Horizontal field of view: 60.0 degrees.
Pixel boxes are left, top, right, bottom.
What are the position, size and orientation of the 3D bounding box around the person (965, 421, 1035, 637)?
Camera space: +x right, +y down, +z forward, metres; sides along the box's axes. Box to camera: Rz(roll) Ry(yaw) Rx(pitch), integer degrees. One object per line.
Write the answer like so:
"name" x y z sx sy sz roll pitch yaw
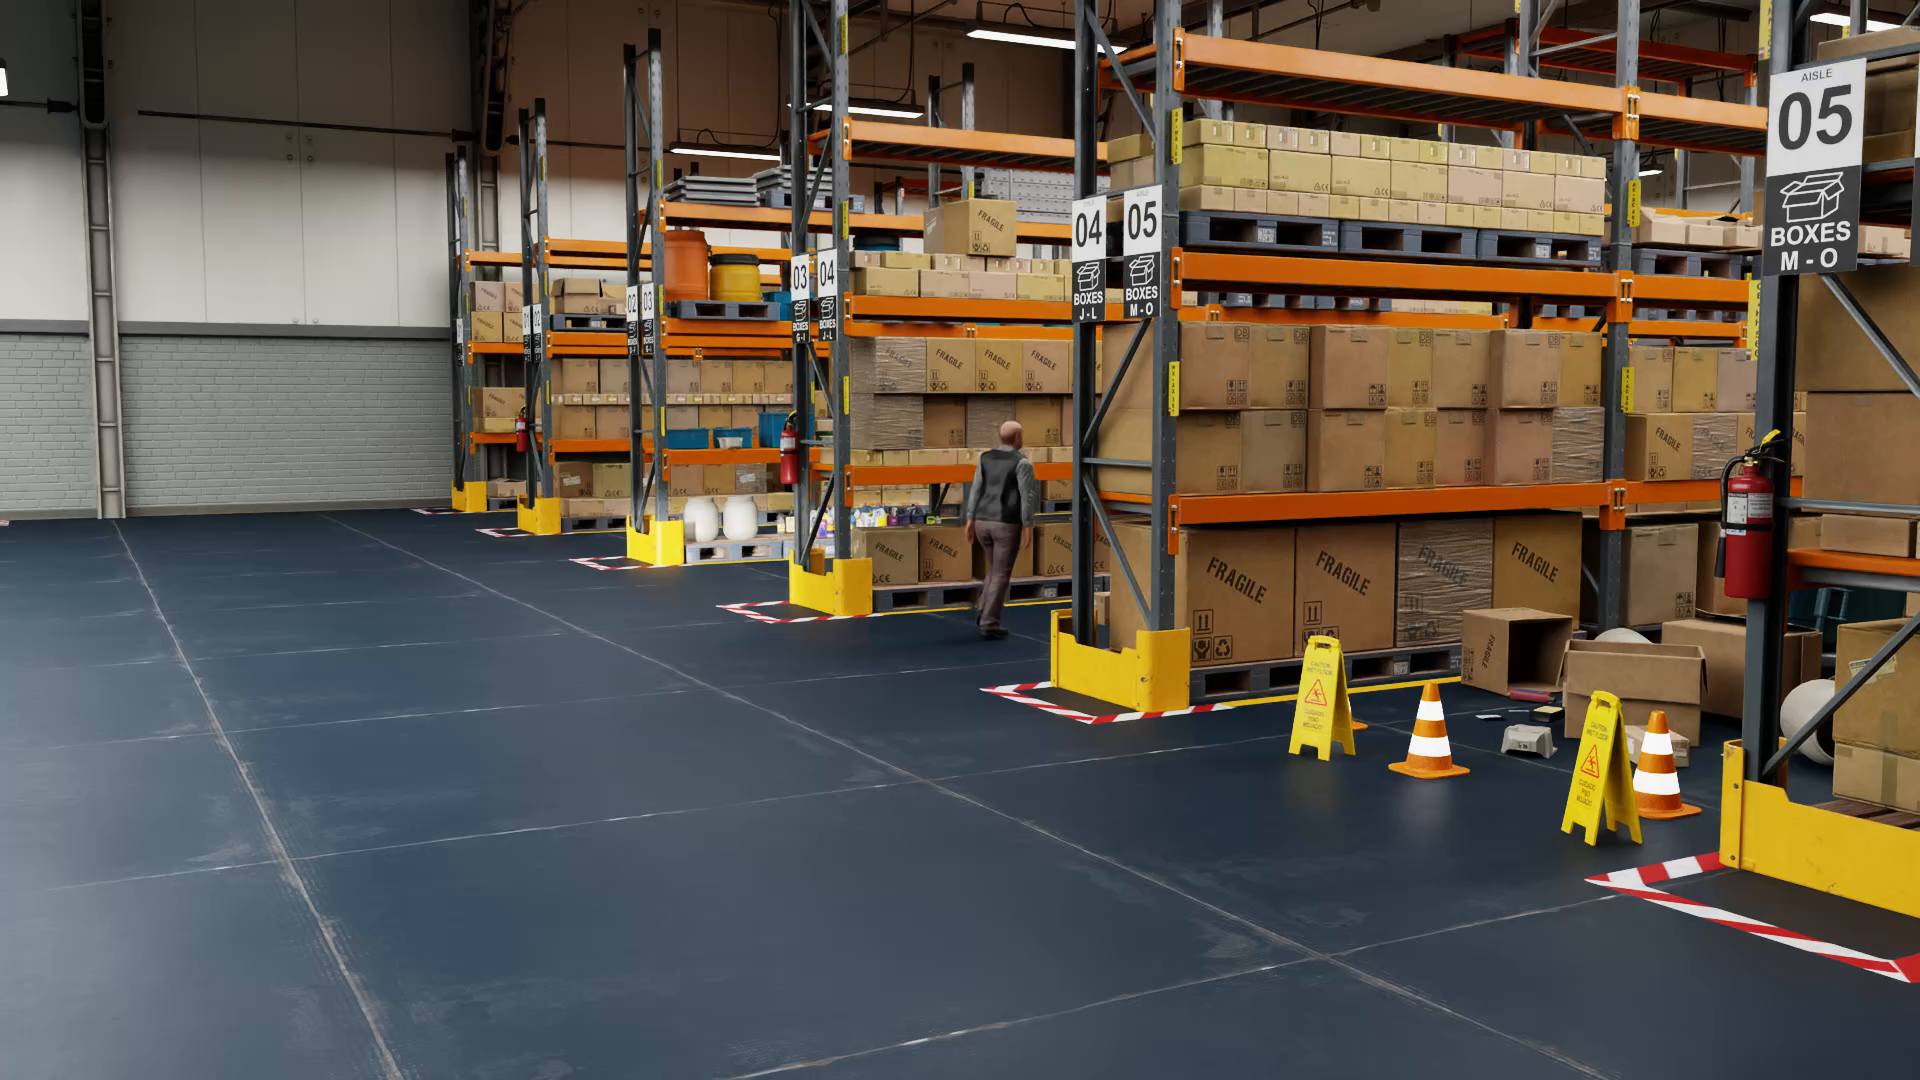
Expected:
"person" 0.337 -0.094 13.262 0.564 1.704 0.529 4 6 38
